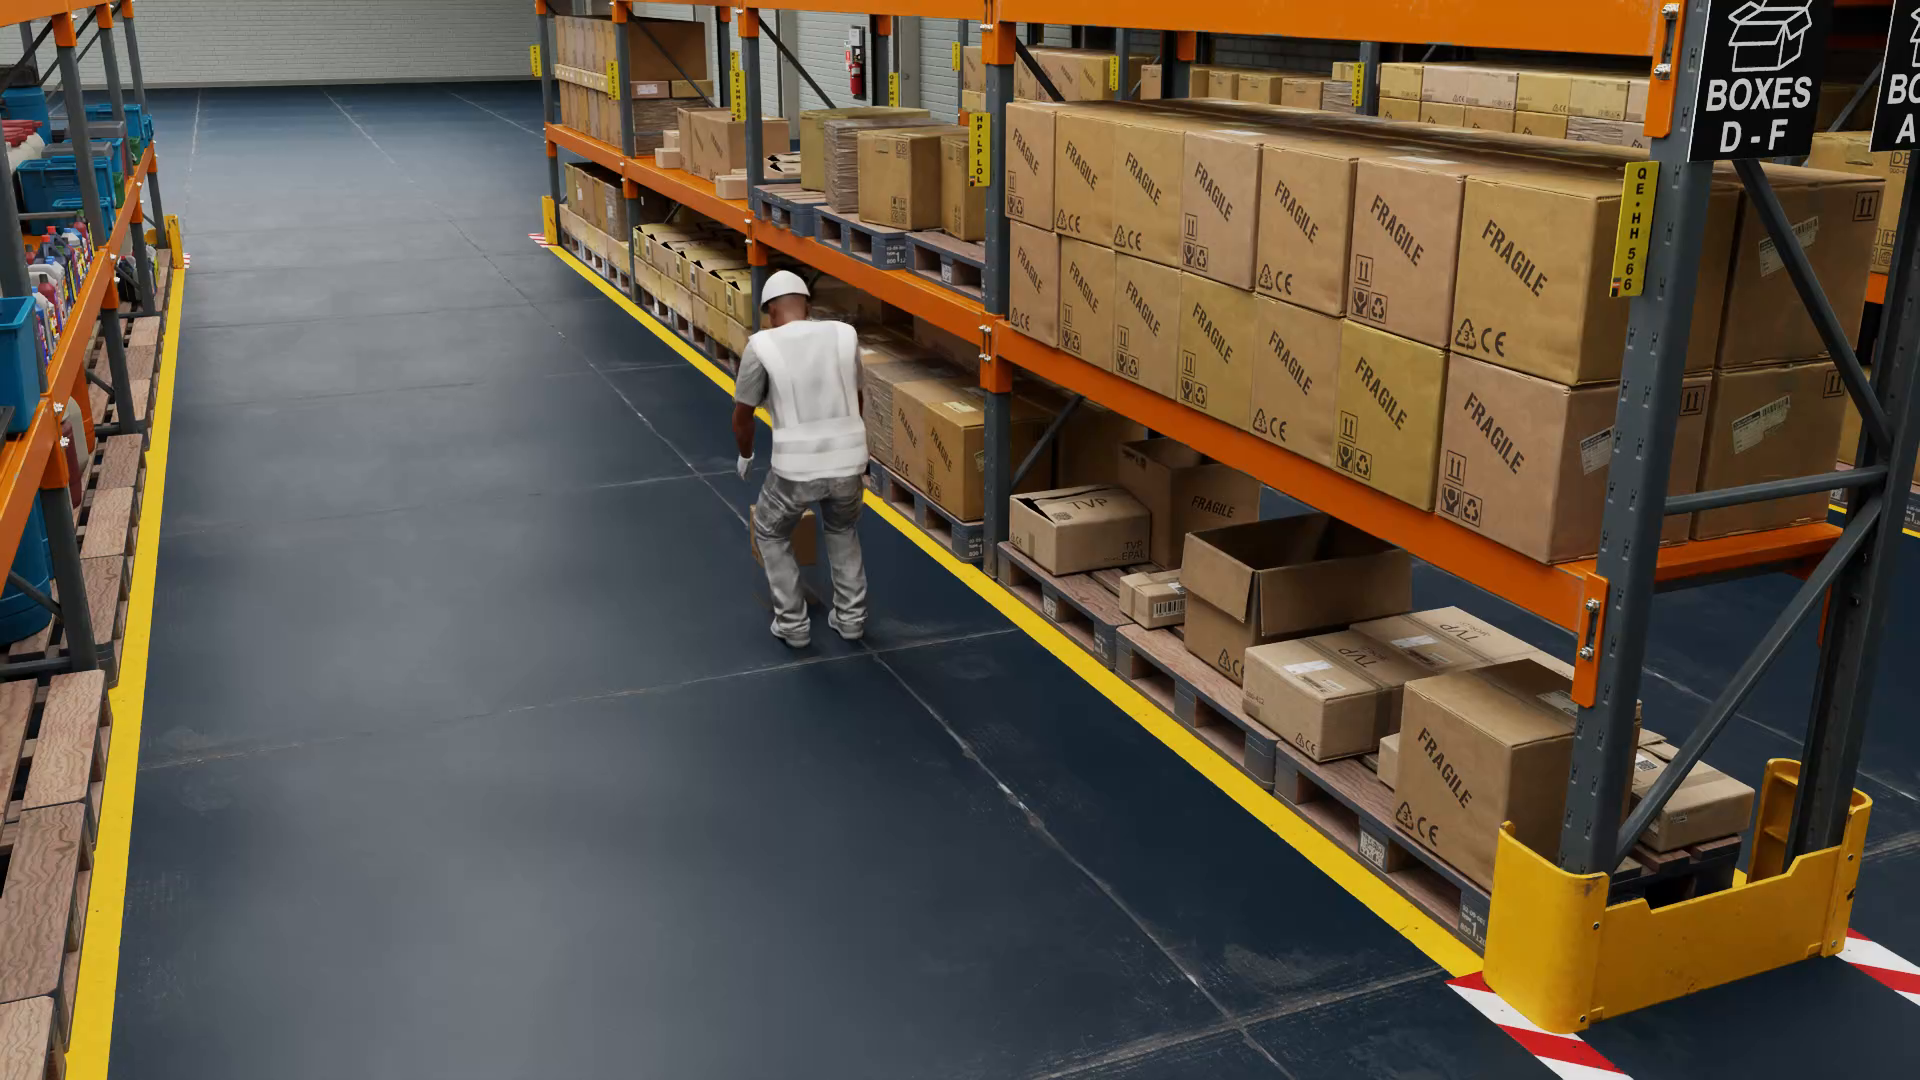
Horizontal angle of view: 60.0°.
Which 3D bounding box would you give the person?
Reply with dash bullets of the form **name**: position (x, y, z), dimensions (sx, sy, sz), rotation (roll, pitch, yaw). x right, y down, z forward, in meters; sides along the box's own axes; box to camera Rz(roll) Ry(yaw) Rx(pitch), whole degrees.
- **person**: position (-0.691, -0.345, 7.307), dimensions (0.598, 1.624, 0.606), rotation (-8, 20, -21)
